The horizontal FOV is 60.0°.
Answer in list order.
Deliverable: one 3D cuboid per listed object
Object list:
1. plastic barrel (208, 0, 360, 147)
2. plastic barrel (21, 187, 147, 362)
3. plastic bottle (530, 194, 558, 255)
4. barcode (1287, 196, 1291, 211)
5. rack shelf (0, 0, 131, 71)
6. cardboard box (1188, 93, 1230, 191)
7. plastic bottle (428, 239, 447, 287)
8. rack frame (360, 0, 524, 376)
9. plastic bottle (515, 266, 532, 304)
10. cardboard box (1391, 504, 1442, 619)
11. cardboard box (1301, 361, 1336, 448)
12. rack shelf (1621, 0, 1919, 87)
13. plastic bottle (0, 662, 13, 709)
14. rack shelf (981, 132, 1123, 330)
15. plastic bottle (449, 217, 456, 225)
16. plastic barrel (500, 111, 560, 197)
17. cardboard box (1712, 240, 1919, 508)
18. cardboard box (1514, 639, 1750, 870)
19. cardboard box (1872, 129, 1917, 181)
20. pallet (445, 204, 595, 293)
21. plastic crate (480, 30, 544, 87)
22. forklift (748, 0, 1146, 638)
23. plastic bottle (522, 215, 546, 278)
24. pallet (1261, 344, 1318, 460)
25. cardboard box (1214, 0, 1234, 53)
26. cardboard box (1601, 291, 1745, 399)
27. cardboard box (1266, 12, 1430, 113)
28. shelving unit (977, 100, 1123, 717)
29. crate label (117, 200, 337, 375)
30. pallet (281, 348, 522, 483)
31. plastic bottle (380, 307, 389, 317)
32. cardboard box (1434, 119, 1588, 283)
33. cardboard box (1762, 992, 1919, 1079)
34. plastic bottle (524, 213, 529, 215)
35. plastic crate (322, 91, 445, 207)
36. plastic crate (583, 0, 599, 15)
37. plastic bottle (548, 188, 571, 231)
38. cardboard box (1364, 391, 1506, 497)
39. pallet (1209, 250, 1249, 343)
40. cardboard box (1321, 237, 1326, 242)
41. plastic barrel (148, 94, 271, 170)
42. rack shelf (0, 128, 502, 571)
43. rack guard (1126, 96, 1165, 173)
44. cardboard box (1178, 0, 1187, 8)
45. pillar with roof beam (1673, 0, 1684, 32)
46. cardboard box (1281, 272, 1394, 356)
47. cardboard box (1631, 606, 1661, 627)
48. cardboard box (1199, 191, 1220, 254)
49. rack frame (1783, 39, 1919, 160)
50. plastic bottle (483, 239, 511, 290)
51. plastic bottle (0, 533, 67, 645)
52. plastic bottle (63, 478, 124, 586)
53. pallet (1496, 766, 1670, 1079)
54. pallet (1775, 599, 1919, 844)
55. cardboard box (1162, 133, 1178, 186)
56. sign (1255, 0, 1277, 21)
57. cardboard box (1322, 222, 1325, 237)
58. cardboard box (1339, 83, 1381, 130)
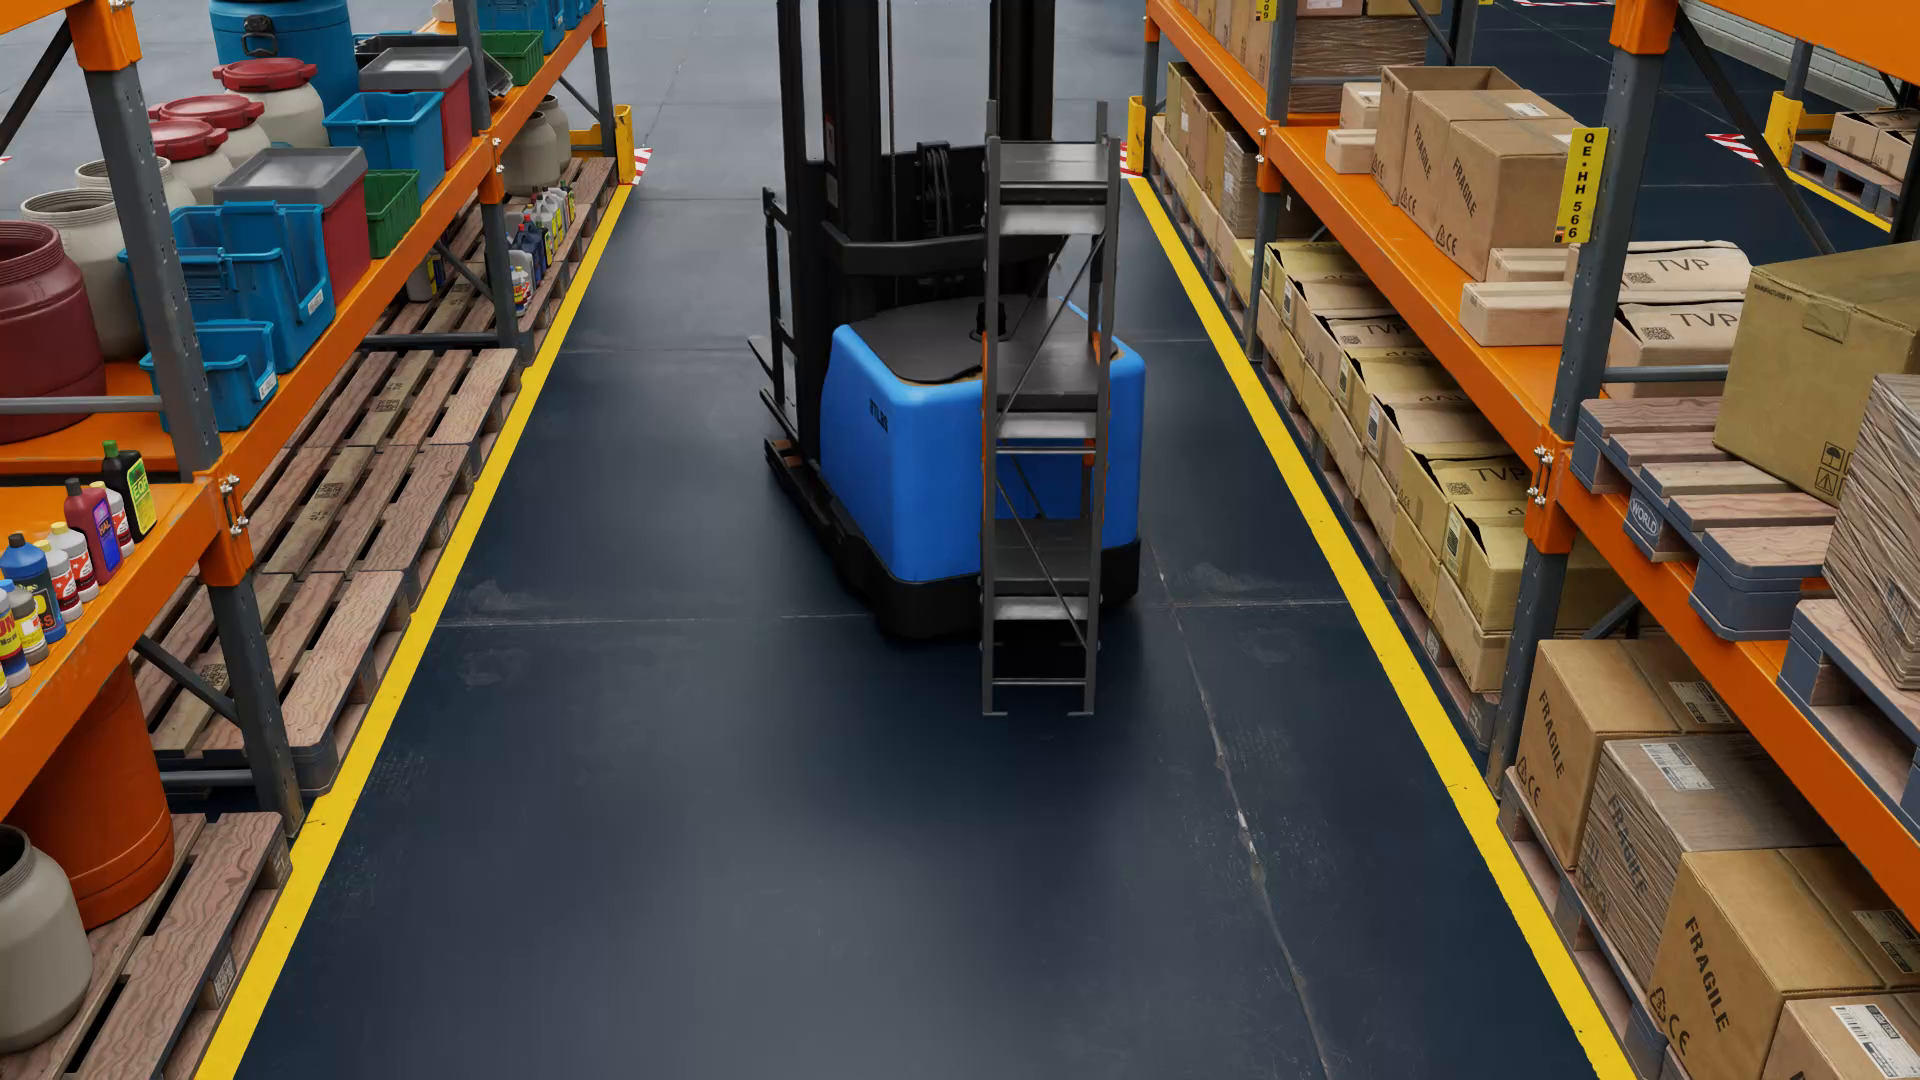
[{"bbox_3d":[-3.147,-2.257,7.791,0.600,0.901,0.708,-1,28,-3],"label":"plastic barrel"},{"bbox_3d":[-2.923,-0.892,5.597,0.421,0.512,0.421,0,28,0],"label":"plastic barrel"},{"bbox_3d":[-2.525,-1.907,10.052,0.144,0.351,0.185,-2,28,-3],"label":"plastic bottle"},{"bbox_3d":[1.679,-1.723,8.498,0.001,0.075,0.075,-1,28,-3],"label":"barcode"},{"bbox_3d":[-2.552,-0.460,2.423,1.077,0.370,4.000,-1,28,-3],"label":"rack shelf"},{"bbox_3d":[1.754,-2.539,10.583,0.500,0.500,0.500,-1,28,-3],"label":"cardboard box"},{"bbox_3d":[-3.050,-1.602,9.547,0.152,0.276,0.135,-1,28,-3],"label":"plastic bottle"},{"bbox_3d":[-2.865,-2.220,8.263,1.000,3.000,0.127,-1,28,-3],"label":"rack frame"},{"bbox_3d":[-2.454,-1.426,9.291,0.097,0.201,0.097,0,28,0],"label":"plastic bottle"},{"bbox_3d":[1.989,0.067,6.397,0.500,0.250,0.500,-2,28,-3],"label":"cardboard box"},{"bbox_3d":[1.911,-0.638,7.748,0.500,0.250,0.500,-2,28,-4],"label":"cardboard box"},{"bbox_3d":[2.395,-0.578,2.649,1.077,0.370,4.000,-1,28,-3],"label":"rack shelf"},{"bbox_3d":[-2.184,0.277,3.691,0.097,0.201,0.097,0,28,0],"label":"plastic bottle"},{"bbox_3d":[0.287,-1.016,5.441,0.431,0.518,0.480,0,28,0],"label":"rack shelf"},{"bbox_3d":[-3.285,-2.129,10.639,0.097,0.201,0.097,0,28,0],"label":"plastic bottle"},{"bbox_3d":[-2.937,-2.617,11.260,0.421,0.512,0.421,0,28,0],"label":"plastic barrel"},{"bbox_3d":[2.436,-0.433,4.275,0.700,0.500,0.500,-11,29,-20],"label":"cardboard box"},{"bbox_3d":[2.029,0.640,5.007,0.500,0.500,0.500,0,28,0],"label":"cardboard box"},{"bbox_3d":[6.796,-2.725,11.662,0.500,0.311,0.500,1,28,2],"label":"cardboard box"},{"bbox_3d":[-2.925,-1.860,10.587,1.003,0.211,1.213,-1,28,-3],"label":"pallet"},{"bbox_3d":[-2.654,-2.760,9.527,0.450,0.188,0.662,-1,28,-3],"label":"plastic crate"},{"bbox_3d":[-0.276,-1.584,7.118,1.130,2.935,3.031,-10,29,-18],"label":"forklift"},{"bbox_3d":[-2.503,-1.711,9.675,0.144,0.351,0.185,-3,28,-5],"label":"plastic bottle"},{"bbox_3d":[2.159,-0.762,8.483,1.003,0.211,1.213,-1,28,-3],"label":"pallet"},{"bbox_3d":[1.968,-3.299,10.223,0.700,0.500,0.500,-1,28,-1],"label":"cardboard box"},{"bbox_3d":[2.315,-0.620,5.292,0.500,0.311,0.500,0,28,1],"label":"cardboard box"},{"bbox_3d":[2.052,-2.587,8.859,0.700,0.500,0.500,-2,28,-4],"label":"cardboard box"},{"bbox_3d":[0.285,-0.407,5.759,0.431,2.100,0.503,0,28,0],"label":"shelving unit"},{"bbox_3d":[-2.438,-0.854,5.605,0.502,0.435,0.616,-1,28,-3],"label":"crate label"},{"bbox_3d":[-2.785,-0.622,8.214,1.003,0.211,1.213,-1,28,-3],"label":"pallet"},{"bbox_3d":[-3.195,-1.335,9.115,0.097,0.201,0.097,0,28,0],"label":"plastic bottle"},{"bbox_3d":[2.187,-1.310,6.409,0.500,0.500,0.500,-3,28,-5],"label":"cardboard box"},{"bbox_3d":[2.116,1.354,3.638,0.500,0.500,0.500,-2,28,-4],"label":"cardboard box"},{"bbox_3d":[-2.653,-1.904,10.206,0.097,0.201,0.097,0,28,0],"label":"plastic bottle"},{"bbox_3d":[-2.497,-1.711,7.305,0.392,0.384,0.575,-1,28,-3],"label":"plastic crate"},{"bbox_3d":[-2.749,-3.778,11.410,0.499,0.251,0.616,-1,28,-3],"label":"plastic crate"},{"bbox_3d":[-2.554,-2.100,10.503,0.152,0.276,0.135,-1,28,-2],"label":"plastic bottle"},{"bbox_3d":[1.960,-0.416,6.716,0.500,0.311,0.500,-2,28,-3],"label":"cardboard box"},{"bbox_3d":[2.082,-1.470,9.840,1.003,0.211,1.213,-1,28,-3],"label":"pallet"},{"bbox_3d":[2.339,-1.758,9.896,0.500,0.250,0.500,-1,28,-3],"label":"cardboard box"},{"bbox_3d":[-2.996,-1.495,6.725,0.433,0.535,0.433,0,28,0],"label":"plastic barrel"},{"bbox_3d":[-2.761,-0.978,6.659,1.077,0.370,4.000,-1,28,-3],"label":"rack shelf"},{"bbox_3d":[1.872,-3.088,12.630,1.175,0.500,0.348,-1,28,-3],"label":"rack guard"},{"bbox_3d":[1.885,-4.014,11.594,0.700,0.500,0.500,-1,28,-3],"label":"cardboard box"},{"bbox_3d":[3.108,-9.331,15.410,9.100,9.000,0.400,-1,28,-3],"label":"pillar with roof beam"},{"bbox_3d":[1.876,-1.126,8.077,0.500,0.311,0.500,-2,28,-3],"label":"cardboard box"},{"bbox_3d":[2.557,0.045,5.834,0.500,0.311,0.500,0,28,-1],"label":"cardboard box"},{"bbox_3d":[1.782,-1.976,10.314,0.500,0.250,0.500,-1,28,-3],"label":"cardboard box"},{"bbox_3d":[6.820,-4.307,12.264,1.000,3.000,0.127,-1,28,-3],"label":"rack frame"},{"bbox_3d":[-2.637,-1.620,9.501,0.144,0.351,0.185,-1,28,-3],"label":"plastic bottle"},{"bbox_3d":[-2.199,0.111,3.933,0.097,0.271,0.097,0,28,0],"label":"plastic bottle"},{"bbox_3d":[-2.197,-0.038,4.206,0.061,0.283,0.133,-1,28,-3],"label":"plastic bottle"},{"bbox_3d":[2.292,1.091,4.929,1.003,0.211,1.213,-1,28,-3],"label":"pallet"},{"bbox_3d":[2.397,0.492,3.270,1.003,0.211,1.213,-1,28,-3],"label":"pallet"},{"bbox_3d":[1.709,-2.669,11.642,0.500,0.250,0.500,-1,28,-3],"label":"cardboard box"},{"bbox_3d":[1.528,-2.743,8.244,0.100,0.325,0.005,-1,28,-3],"label":"sign"},{"bbox_3d":[2.336,-2.090,9.722,0.500,0.500,0.500,-1,28,-3],"label":"cardboard box"},{"bbox_3d":[2.151,-2.045,8.090,0.500,0.250,0.500,0,28,1],"label":"cardboard box"}]
